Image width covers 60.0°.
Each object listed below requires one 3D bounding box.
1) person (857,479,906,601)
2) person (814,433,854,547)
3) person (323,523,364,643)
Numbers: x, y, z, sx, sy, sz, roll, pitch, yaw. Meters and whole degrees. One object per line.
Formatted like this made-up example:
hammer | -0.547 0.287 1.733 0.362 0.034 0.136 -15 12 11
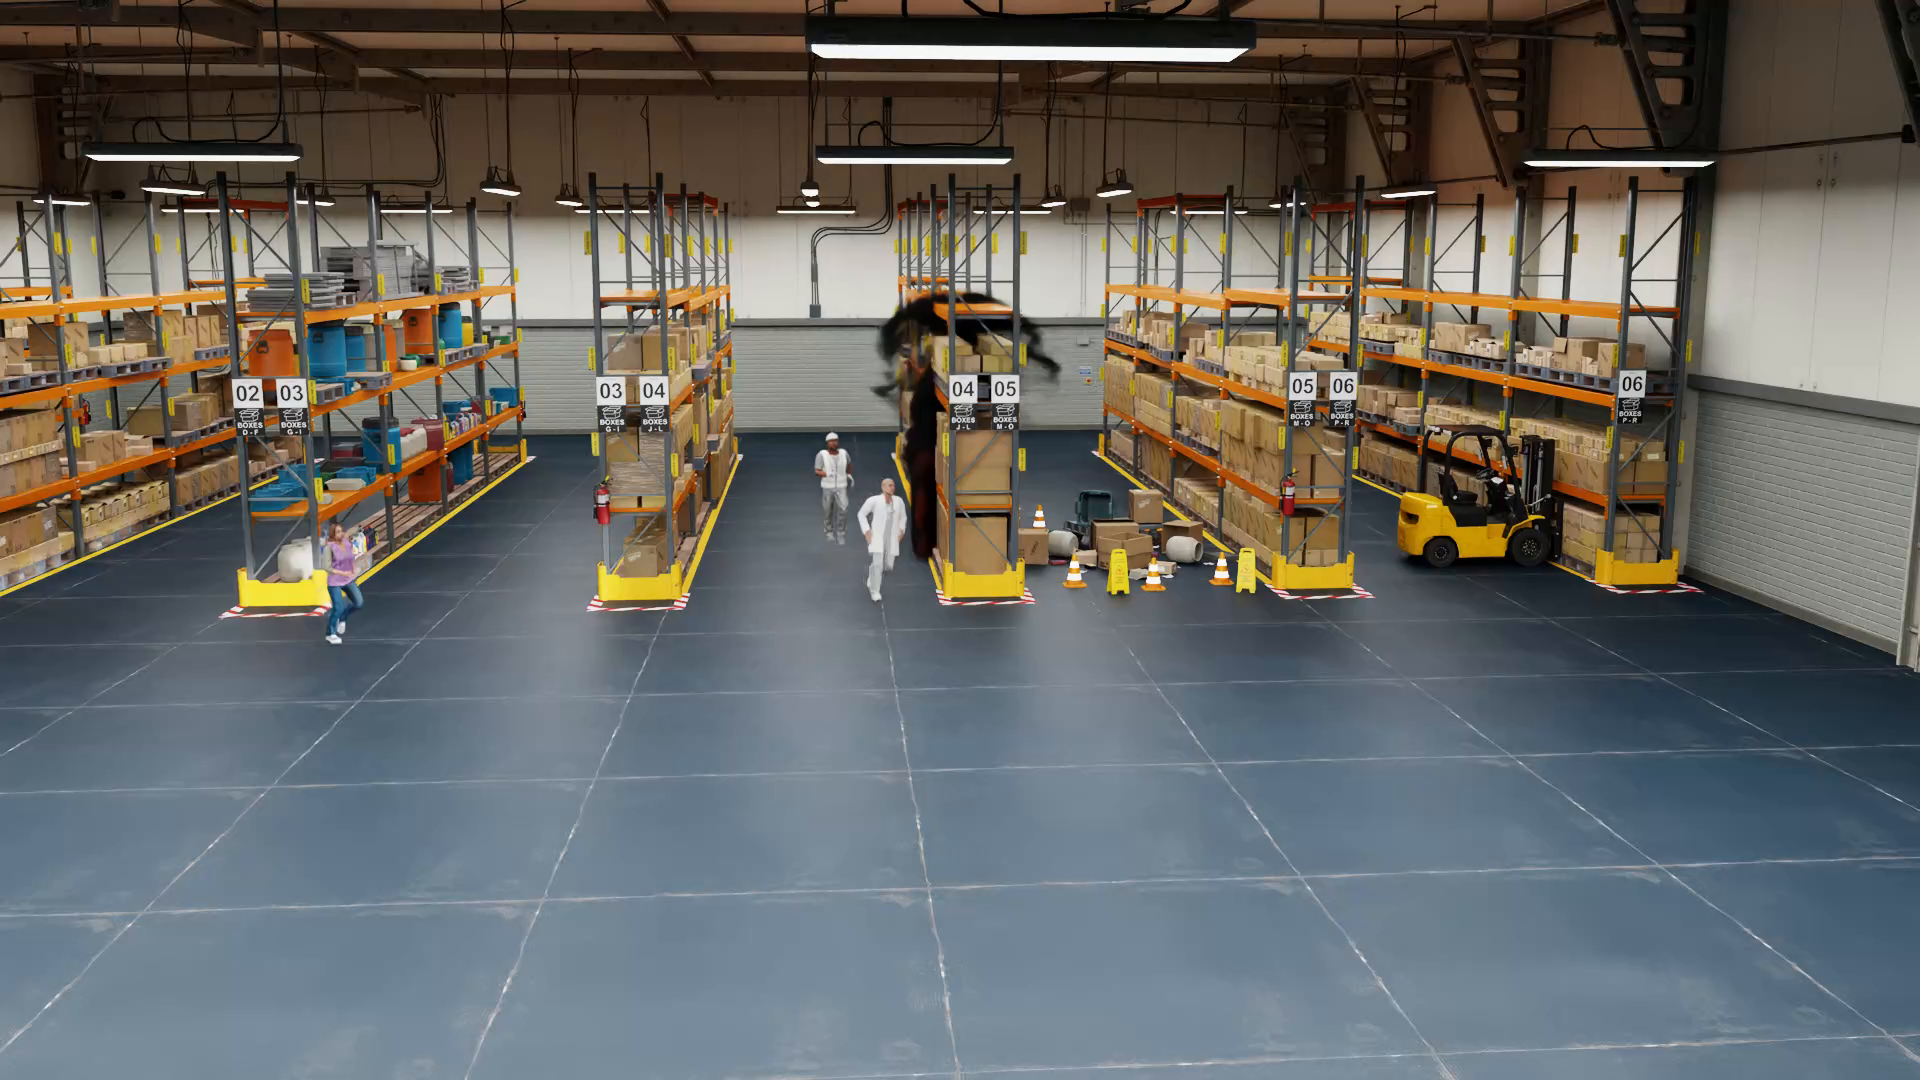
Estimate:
person | -1.099 -0.026 23.937 0.756 1.725 0.722 -4 11 -23
person | -1.990 -0.794 26.515 0.657 1.833 0.680 -3 10 -15
person | -7.822 0.550 21.101 0.677 1.554 0.563 7 12 33
